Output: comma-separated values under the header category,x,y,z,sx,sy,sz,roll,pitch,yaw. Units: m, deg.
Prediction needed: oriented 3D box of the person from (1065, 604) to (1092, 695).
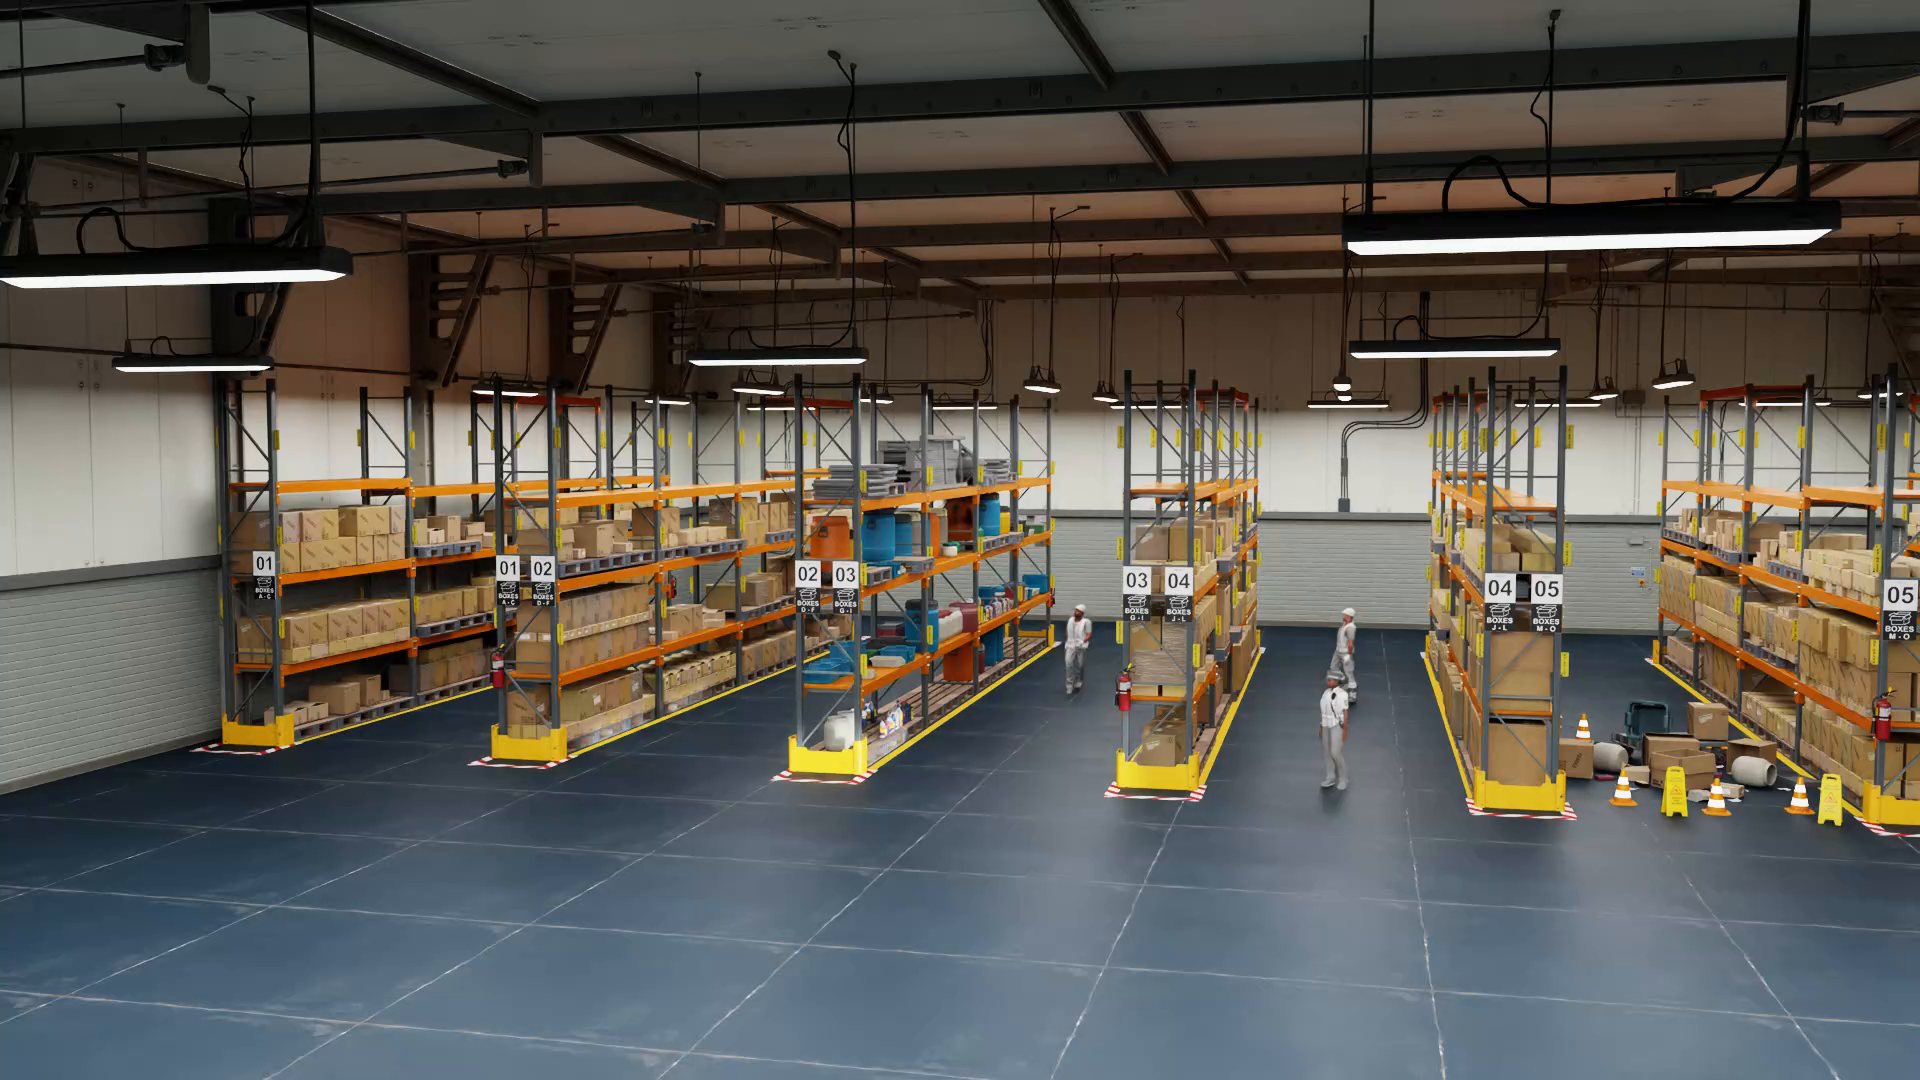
category,x,y,z,sx,sy,sz,roll,pitch,yaw
person,2.341,2.178,33.085,0.570,1.797,0.892,1,3,11

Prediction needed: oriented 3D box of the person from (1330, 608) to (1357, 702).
category,x,y,z,sx,sy,sz,roll,pitch,yaw
person,7.386,2.184,31.878,0.397,1.786,0.683,-1,4,-15

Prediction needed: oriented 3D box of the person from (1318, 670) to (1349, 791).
category,x,y,z,sx,sy,sz,roll,pitch,yaw
person,5.372,2.727,23.948,0.348,1.708,0.495,-2,4,-28

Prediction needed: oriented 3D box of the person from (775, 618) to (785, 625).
category,x,y,z,sx,sy,sz,roll,pitch,yaw
person,-4.933,1.571,43.378,1.019,1.607,0.571,1,4,13
